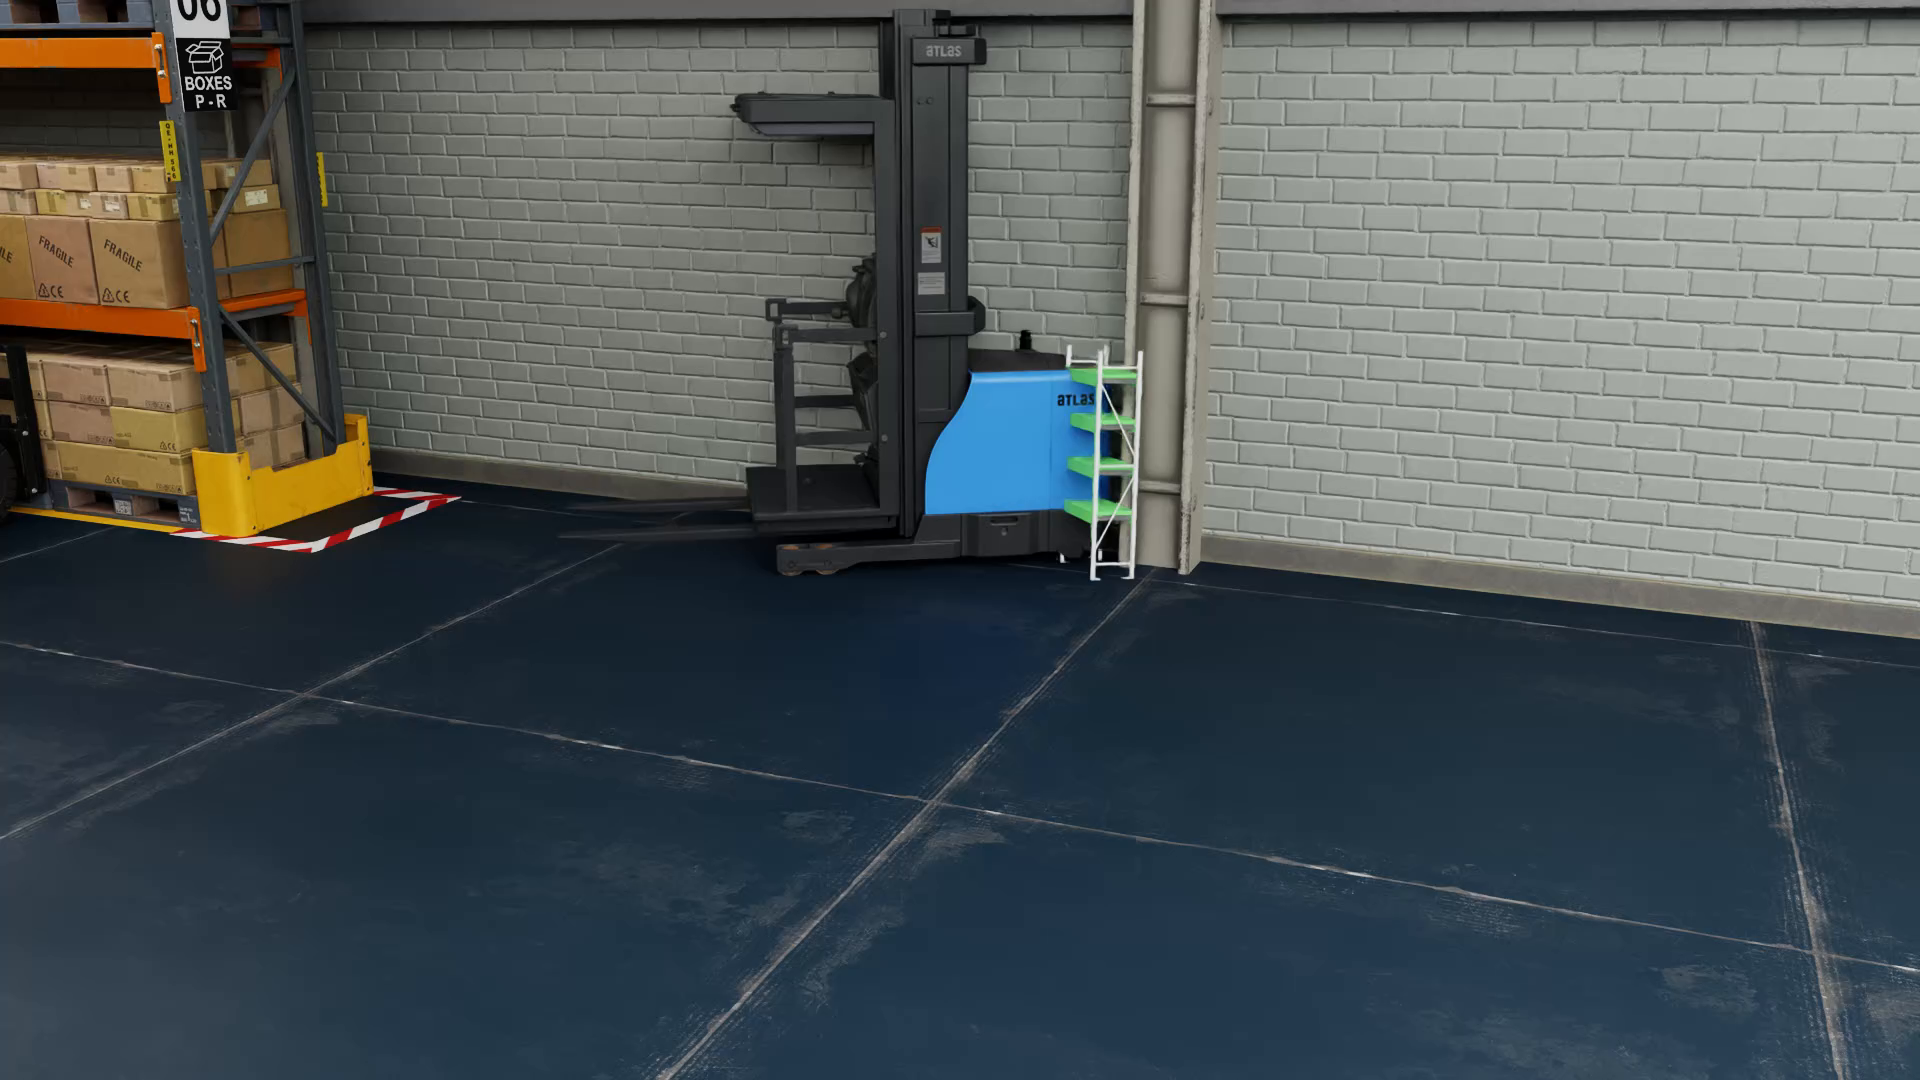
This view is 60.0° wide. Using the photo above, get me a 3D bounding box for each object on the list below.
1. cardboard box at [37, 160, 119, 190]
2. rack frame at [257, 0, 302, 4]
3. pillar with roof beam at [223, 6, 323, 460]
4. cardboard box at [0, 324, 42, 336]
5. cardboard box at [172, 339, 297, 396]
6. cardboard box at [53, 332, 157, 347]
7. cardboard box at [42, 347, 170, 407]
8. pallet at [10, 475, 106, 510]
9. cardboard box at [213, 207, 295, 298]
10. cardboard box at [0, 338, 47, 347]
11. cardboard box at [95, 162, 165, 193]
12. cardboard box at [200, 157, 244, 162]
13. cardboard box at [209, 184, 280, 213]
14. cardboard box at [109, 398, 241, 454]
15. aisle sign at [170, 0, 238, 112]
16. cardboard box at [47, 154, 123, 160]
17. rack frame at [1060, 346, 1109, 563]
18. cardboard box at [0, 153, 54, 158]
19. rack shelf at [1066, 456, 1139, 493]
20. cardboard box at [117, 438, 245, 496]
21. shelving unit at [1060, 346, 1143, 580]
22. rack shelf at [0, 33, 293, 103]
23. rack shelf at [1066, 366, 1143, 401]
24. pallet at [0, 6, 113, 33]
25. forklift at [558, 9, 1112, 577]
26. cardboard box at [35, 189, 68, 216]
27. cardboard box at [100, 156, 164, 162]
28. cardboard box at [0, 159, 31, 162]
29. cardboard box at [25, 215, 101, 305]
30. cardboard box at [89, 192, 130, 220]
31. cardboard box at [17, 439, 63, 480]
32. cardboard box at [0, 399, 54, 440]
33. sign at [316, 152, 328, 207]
[{"bbox_3d":[-5.265,-2.187,9.951,0.250,0.149,0.380,6,17,21],"label":"cardboard box"},{"bbox_3d":[-4.156,-4.502,9.041,0.127,3.000,1.000,6,17,21],"label":"rack frame"},{"bbox_3d":[-6.053,-3.691,6.246,0.400,9.000,9.100,6,17,21],"label":"pillar with roof beam"},{"bbox_3d":[-6.406,-1.288,11.116,0.500,0.250,0.500,6,17,21],"label":"cardboard box"},{"bbox_3d":[-4.534,-1.081,10.401,0.500,0.250,0.500,6,17,20],"label":"cardboard box"},{"bbox_3d":[-5.461,-1.185,10.760,0.500,0.250,0.500,6,17,20],"label":"cardboard box"},{"bbox_3d":[-5.176,-0.999,10.121,0.500,0.250,0.500,7,17,22],"label":"cardboard box"},{"bbox_3d":[-6.014,-0.475,10.930,1.213,0.211,1.003,6,17,21],"label":"pallet"},{"bbox_3d":[-4.515,-1.792,10.286,0.500,0.500,0.500,7,18,22],"label":"cardboard box"},{"bbox_3d":[-6.118,-1.102,10.475,0.500,0.250,0.500,6,17,20],"label":"cardboard box"},{"bbox_3d":[-4.807,-2.123,9.729,0.250,0.149,0.380,6,17,21],"label":"cardboard box"},{"bbox_3d":[-4.614,-2.257,10.190,0.250,0.149,0.380,7,18,23],"label":"cardboard box"},{"bbox_3d":[-4.376,-2.083,10.124,0.250,0.149,0.380,6,17,19],"label":"cardboard box"},{"bbox_3d":[-4.723,-0.711,10.025,0.500,0.250,0.500,6,17,20],"label":"cardboard box"},{"bbox_3d":[-4.203,-2.787,9.230,0.004,0.787,0.394,6,17,21],"label":"aisle sign"},{"bbox_3d":[-5.559,-2.374,10.595,0.250,0.149,0.380,6,17,19],"label":"cardboard box"},{"bbox_3d":[0.685,-0.466,9.150,0.240,1.200,0.015,-2,10,-16],"label":"rack frame"},{"bbox_3d":[-6.066,-2.405,10.701,0.250,0.149,0.380,7,18,22],"label":"cardboard box"},{"bbox_3d":[0.750,-0.361,8.929,0.258,0.148,0.480,-2,10,-16],"label":"rack shelf"},{"bbox_3d":[-4.709,-0.468,10.086,0.500,0.250,0.500,6,17,21],"label":"cardboard box"},{"bbox_3d":[0.751,-0.424,8.919,0.258,1.200,0.503,-2,10,-16],"label":"shelving unit"},{"bbox_3d":[-6.016,-2.921,10.264,4.000,0.370,1.077,6,17,21],"label":"rack shelf"},{"bbox_3d":[0.760,-0.834,8.848,0.258,0.148,0.480,-2,10,-16],"label":"rack shelf"},{"bbox_3d":[-5.943,-3.223,10.172,1.213,0.211,1.003,6,17,21],"label":"pallet"},{"bbox_3d":[-0.718,-1.367,9.125,3.031,2.935,1.130,-3,16,-9],"label":"forklift"},{"bbox_3d":[-5.275,-2.033,9.952,0.250,0.149,0.380,6,17,20],"label":"cardboard box"},{"bbox_3d":[-5.097,-2.301,10.344,0.250,0.149,0.380,6,17,21],"label":"cardboard box"},{"bbox_3d":[-5.791,-2.210,10.030,0.250,0.149,0.380,7,17,22],"label":"cardboard box"},{"bbox_3d":[-5.189,-1.707,9.993,0.500,0.500,0.500,7,18,22],"label":"cardboard box"},{"bbox_3d":[-4.830,-1.962,9.708,0.250,0.149,0.380,7,17,22],"label":"cardboard box"},{"bbox_3d":[-5.630,-0.575,10.454,0.500,0.250,0.500,6,17,21],"label":"cardboard box"},{"bbox_3d":[-5.674,-0.813,10.374,0.500,0.250,0.500,6,17,19],"label":"cardboard box"},{"bbox_3d":[-3.947,-2.218,10.239,0.005,0.325,0.100,6,17,21],"label":"sign"}]
